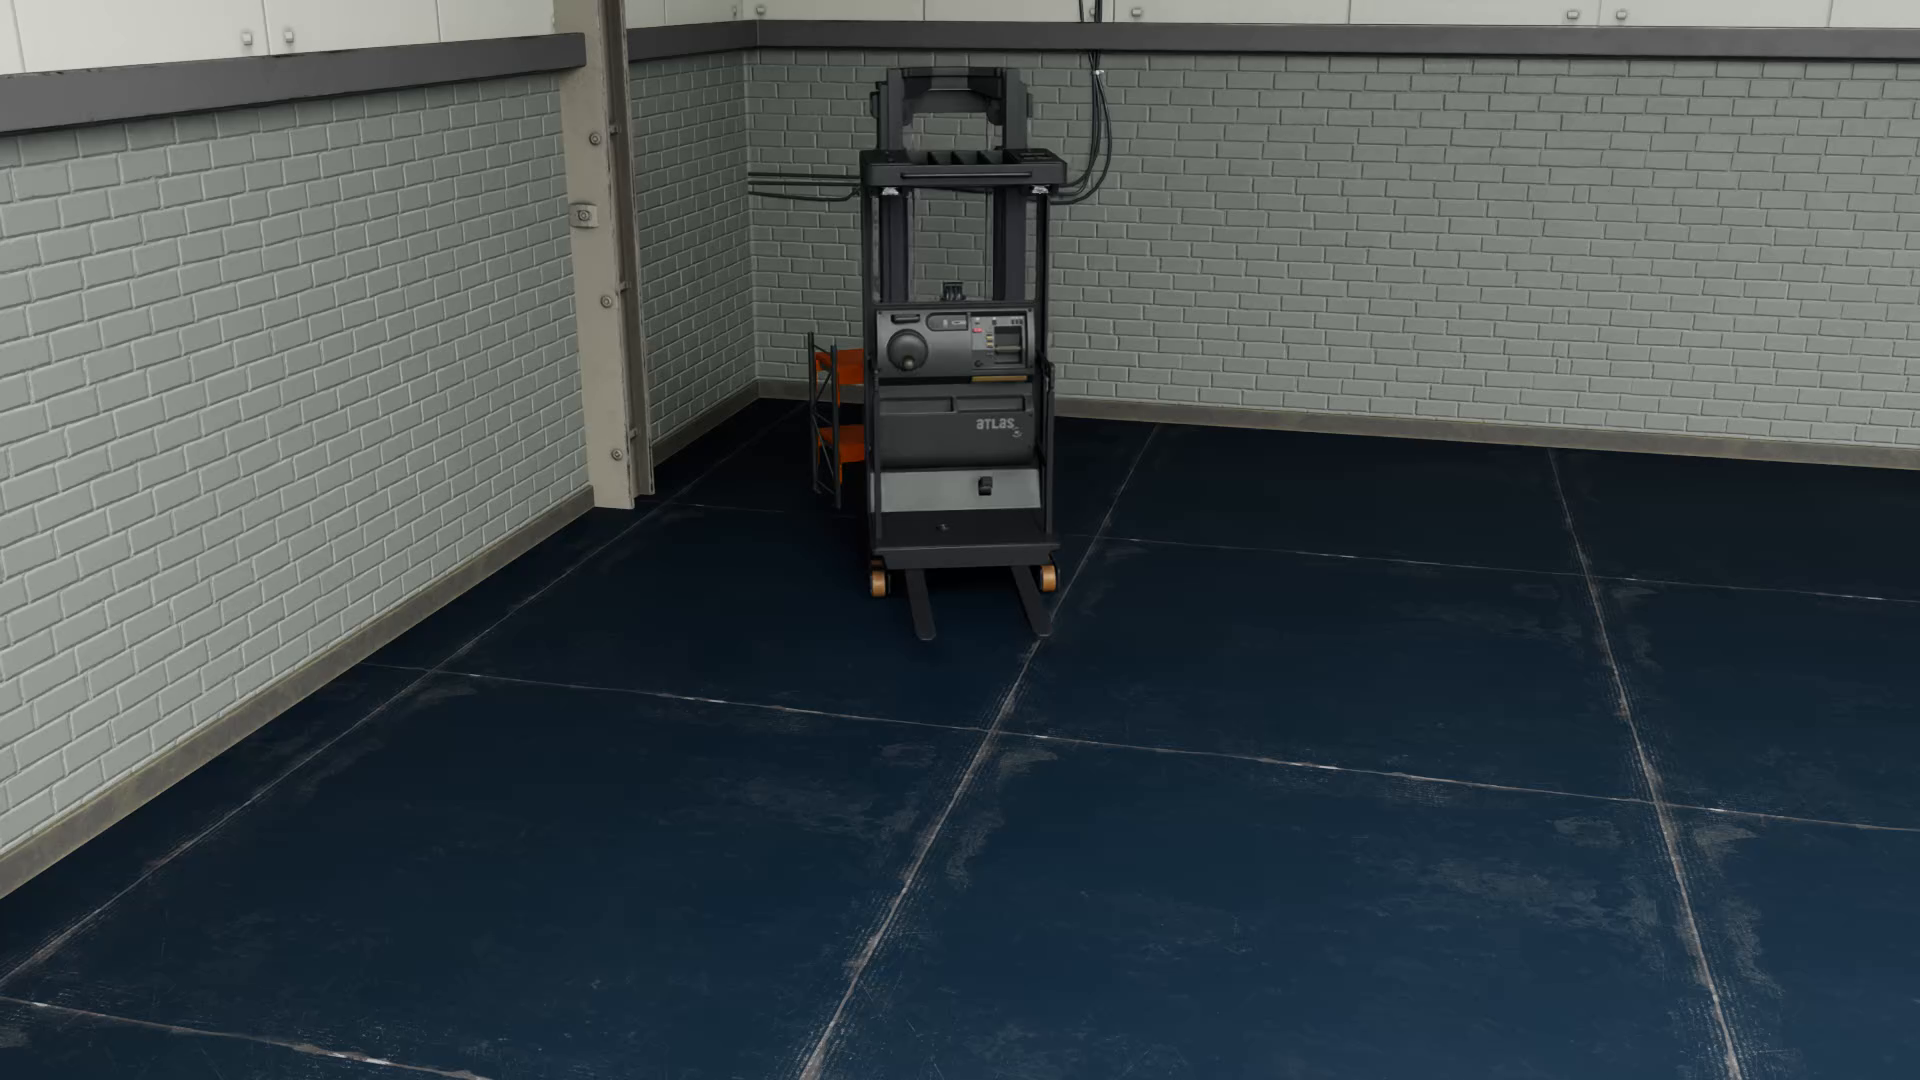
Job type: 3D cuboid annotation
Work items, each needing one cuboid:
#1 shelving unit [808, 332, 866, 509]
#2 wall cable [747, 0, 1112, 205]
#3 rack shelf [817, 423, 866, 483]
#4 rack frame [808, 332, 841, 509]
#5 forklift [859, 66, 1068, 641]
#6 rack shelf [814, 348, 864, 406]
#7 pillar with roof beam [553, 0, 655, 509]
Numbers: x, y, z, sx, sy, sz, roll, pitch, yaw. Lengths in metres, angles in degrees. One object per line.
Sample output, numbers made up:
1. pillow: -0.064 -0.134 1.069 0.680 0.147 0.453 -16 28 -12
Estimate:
1. shelving unit: -0.463 -0.887 11.545 1.048 1.125 0.538 -8 21 -23
2. wall cable: -0.332 -3.891 12.960 3.097 2.526 0.112 5 19 13
3. rack shelf: -0.463 -0.656 11.624 1.000 0.278 0.538 -8 21 -23
4. rack frame: -0.927 -0.820 11.348 0.032 1.125 0.500 -8 21 -23
5. forklift: -0.003 -1.163 9.557 1.130 2.935 3.031 -2 19 -5
6. rack shelf: -0.463 -1.164 11.450 1.000 0.278 0.538 -8 21 -23
7. pillar with roof beam: 1.841 -4.201 9.065 9.100 9.000 0.400 5 19 13
